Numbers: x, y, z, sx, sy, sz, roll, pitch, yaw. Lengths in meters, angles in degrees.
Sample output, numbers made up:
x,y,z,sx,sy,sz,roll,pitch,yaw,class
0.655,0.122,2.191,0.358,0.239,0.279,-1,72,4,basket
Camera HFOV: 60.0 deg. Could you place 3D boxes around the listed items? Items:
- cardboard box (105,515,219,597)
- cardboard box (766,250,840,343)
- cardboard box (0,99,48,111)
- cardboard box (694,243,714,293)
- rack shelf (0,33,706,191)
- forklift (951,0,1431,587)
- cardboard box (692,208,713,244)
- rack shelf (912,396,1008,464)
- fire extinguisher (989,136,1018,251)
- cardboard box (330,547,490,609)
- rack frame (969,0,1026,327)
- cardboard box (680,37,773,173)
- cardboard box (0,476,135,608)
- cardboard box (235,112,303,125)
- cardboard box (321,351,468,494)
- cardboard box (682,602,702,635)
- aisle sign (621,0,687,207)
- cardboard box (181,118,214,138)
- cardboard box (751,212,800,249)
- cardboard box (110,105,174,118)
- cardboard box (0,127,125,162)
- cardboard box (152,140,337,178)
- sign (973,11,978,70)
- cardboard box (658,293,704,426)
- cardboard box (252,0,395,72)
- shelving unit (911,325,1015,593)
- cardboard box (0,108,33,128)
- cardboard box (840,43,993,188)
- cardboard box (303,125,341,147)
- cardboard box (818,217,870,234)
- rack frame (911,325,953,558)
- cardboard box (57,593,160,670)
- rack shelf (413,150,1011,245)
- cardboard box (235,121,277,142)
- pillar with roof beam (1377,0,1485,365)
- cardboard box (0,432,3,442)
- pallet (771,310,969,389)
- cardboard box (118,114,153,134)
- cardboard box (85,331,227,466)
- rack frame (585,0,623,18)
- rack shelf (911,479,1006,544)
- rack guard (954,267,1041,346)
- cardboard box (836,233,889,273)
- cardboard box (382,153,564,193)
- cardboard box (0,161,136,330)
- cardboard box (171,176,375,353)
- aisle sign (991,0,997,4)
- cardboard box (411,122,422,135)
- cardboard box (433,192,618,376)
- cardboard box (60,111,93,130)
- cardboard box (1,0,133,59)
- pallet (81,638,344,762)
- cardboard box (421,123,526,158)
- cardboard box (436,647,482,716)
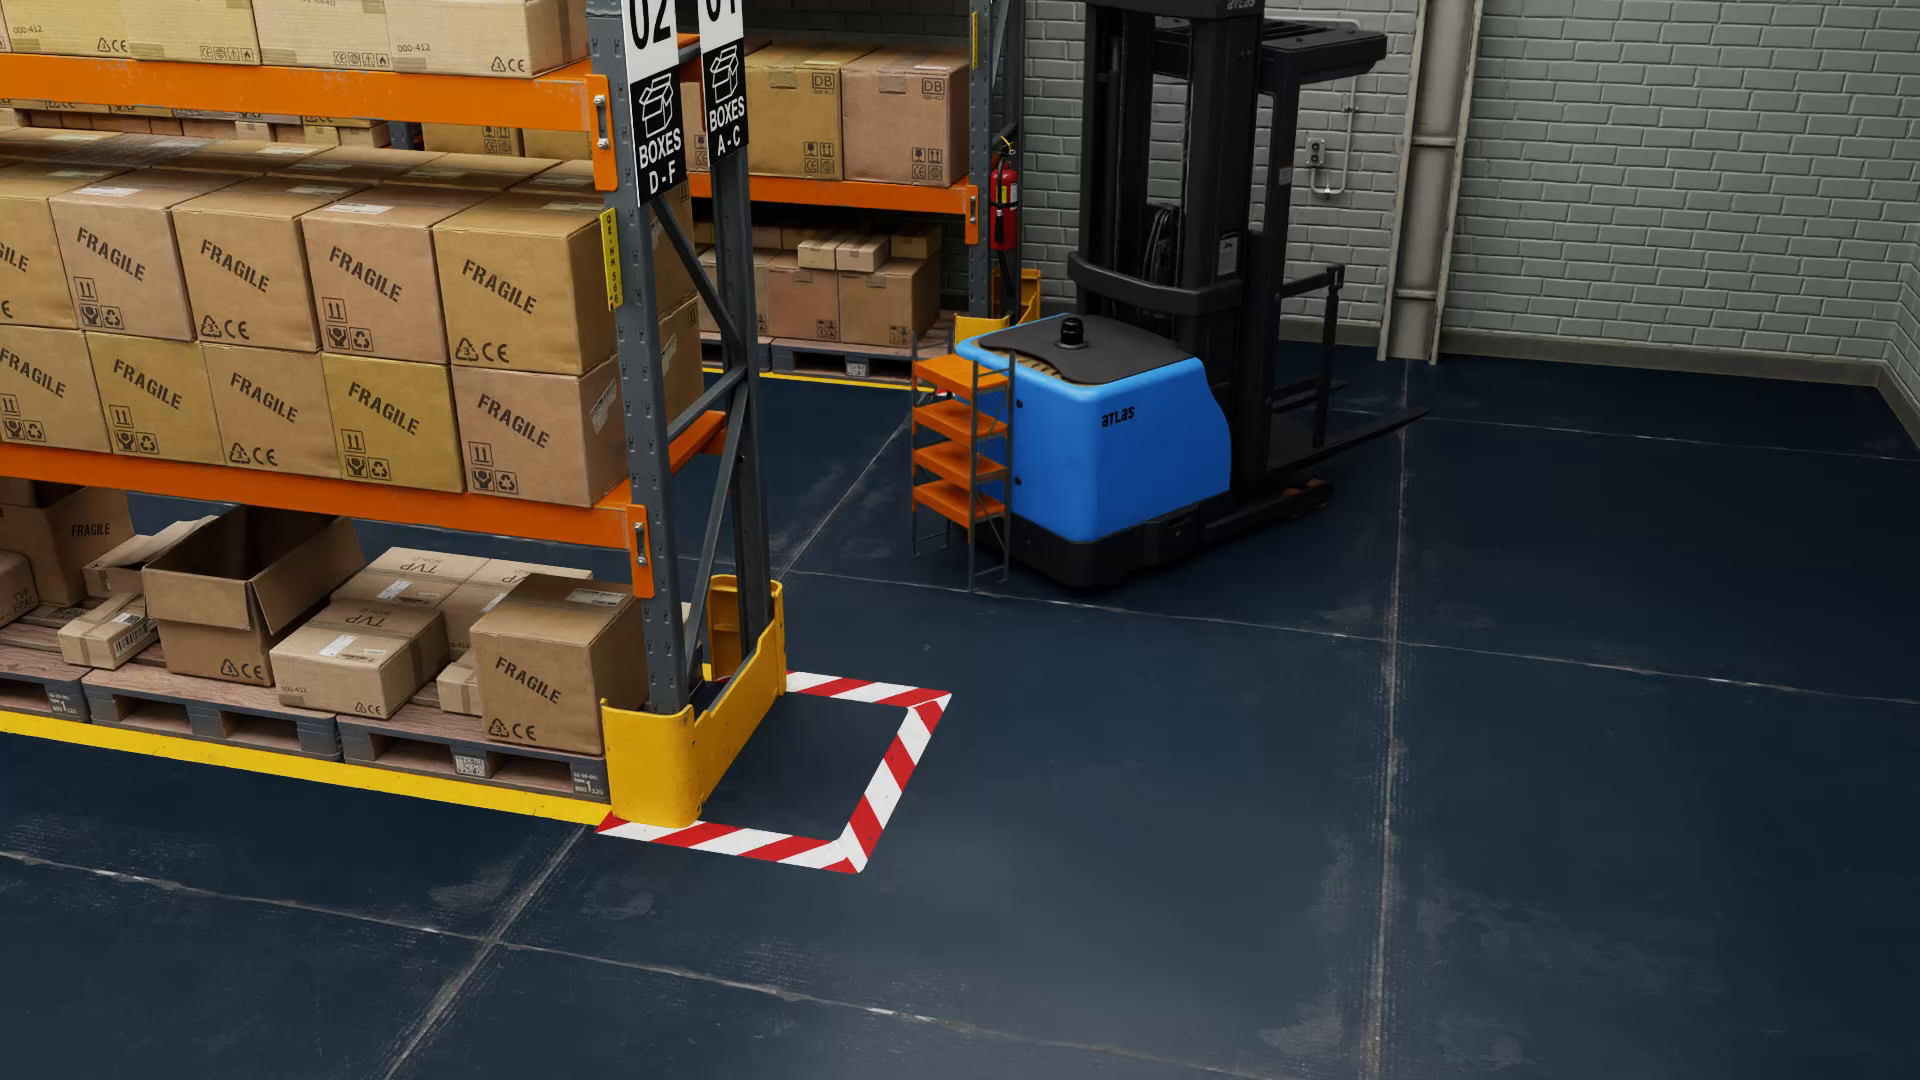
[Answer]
x,y,z,sx,sy,sz,roll,pitch,yaw,class
-3.516,0.122,7.621,0.500,0.311,0.500,6,26,13,cardboard box
-0.948,-1.699,11.249,0.500,0.500,0.700,6,26,13,cardboard box
-6.597,-3.378,11.869,0.500,0.500,0.500,7,26,15,cardboard box
-1.954,-1.807,11.475,0.500,0.500,0.700,7,26,14,cardboard box
-2.928,-1.732,6.246,4.000,0.370,1.077,6,26,13,rack shelf
1.414,-1.595,8.691,3.031,2.935,1.130,-19,32,-35,forklift
-1.766,-2.171,11.484,0.250,0.149,0.380,6,26,12,cardboard box
0.007,-0.542,8.123,0.258,0.148,0.480,-17,30,-33,rack shelf
0.270,-2.140,10.278,0.183,0.674,0.296,6,26,13,fire extinguisher
-2.415,0.271,7.378,0.500,0.250,0.500,6,26,13,cardboard box
0.239,-2.551,10.619,0.127,3.000,1.000,6,26,13,rack frame
-1.701,-2.896,10.994,0.700,0.700,0.980,5,26,10,cardboard box
-4.242,-0.044,7.749,0.500,0.500,0.500,6,26,13,cardboard box
-4.641,-3.163,11.418,0.500,0.500,0.500,7,26,13,cardboard box
-1.996,-0.522,6.241,0.500,0.500,0.500,7,26,13,cardboard box
-1.311,0.412,7.199,0.250,0.149,0.380,6,26,13,cardboard box
-1.001,-1.527,5.445,0.004,0.787,0.394,6,26,13,aisle sign
-5.252,-2.948,11.721,0.250,0.149,0.380,6,26,12,cardboard box
-1.272,-2.116,11.370,0.250,0.149,0.380,7,26,14,cardboard box
-5.610,-3.272,11.647,0.500,0.500,0.500,7,26,14,cardboard box
-3.814,-1.413,6.949,0.500,0.500,0.500,6,26,12,cardboard box
-2.839,-1.305,6.722,0.500,0.500,0.500,6,26,13,cardboard box
0.091,-2.957,9.848,0.005,0.325,0.100,6,26,13,sign
-1.355,-0.691,6.595,0.500,0.500,0.500,7,26,14,cardboard box
-2.036,-1.778,5.681,0.500,0.250,0.500,6,26,13,cardboard box
0.004,-0.400,8.189,0.258,1.200,0.503,-17,30,-33,shelving unit
-6.769,-3.077,11.993,0.250,0.149,0.380,7,26,15,cardboard box
-0.257,-2.737,10.661,0.700,0.700,0.980,8,26,15,cardboard box
-4.283,-2.811,11.433,0.250,0.149,0.380,7,26,14,cardboard box
-0.783,-2.062,11.257,0.250,0.149,0.380,6,26,13,cardboard box
-0.142,-0.484,8.365,0.240,1.200,0.015,-17,30,-33,rack frame
-3.672,0.387,7.231,0.250,0.166,0.380,6,26,13,cardboard box
-1.698,-2.440,11.223,4.000,0.370,1.077,6,26,13,rack shelf
-4.793,-2.861,11.539,0.250,0.149,0.380,6,26,13,cardboard box
1.998,-3.539,5.714,0.400,9.000,9.100,6,26,13,pillar with roof beam
-3.942,-0.740,6.699,0.500,0.500,0.500,7,26,14,cardboard box
-0.555,-1.345,11.330,1.213,0.211,1.003,6,26,13,pallet
-5.759,-3.012,11.856,0.250,0.149,0.380,6,26,13,cardboard box
-2.965,-0.632,6.472,0.500,0.500,0.500,6,26,12,cardboard box
-0.991,-3.197,4.997,0.127,3.000,1.000,6,26,13,rack frame
0.000,-0.159,8.301,0.258,0.148,0.480,-17,30,-33,rack shelf
0.263,-1.420,11.151,0.348,0.500,1.175,6,26,13,rack guard
-0.633,-1.876,10.866,0.250,0.149,0.380,6,26,12,cardboard box
-1.863,-1.195,6.491,0.500,0.500,0.500,7,26,14,cardboard box
-3.481,-1.135,6.366,0.500,0.500,0.500,6,26,11,cardboard box
-2.483,-1.026,6.135,0.500,0.500,0.500,7,26,14,cardboard box
0.234,-3.592,9.782,0.004,0.787,0.394,6,26,13,aisle sign
-3.910,-2.994,11.817,0.250,0.149,0.380,5,26,11,cardboard box
-1.490,-0.918,5.910,0.500,0.500,0.500,6,26,13,cardboard box
-6.241,-3.078,11.994,0.250,0.149,0.380,7,26,14,cardboard box
-3.003,-1.887,5.909,0.500,0.250,0.500,6,26,13,cardboard box
-3.015,0.546,7.358,1.213,0.211,1.003,6,26,13,pallet
-3.113,-3.050,11.318,0.700,0.700,0.980,7,26,14,cardboard box
-1.949,0.556,6.878,0.250,0.166,0.380,6,26,13,cardboard box
